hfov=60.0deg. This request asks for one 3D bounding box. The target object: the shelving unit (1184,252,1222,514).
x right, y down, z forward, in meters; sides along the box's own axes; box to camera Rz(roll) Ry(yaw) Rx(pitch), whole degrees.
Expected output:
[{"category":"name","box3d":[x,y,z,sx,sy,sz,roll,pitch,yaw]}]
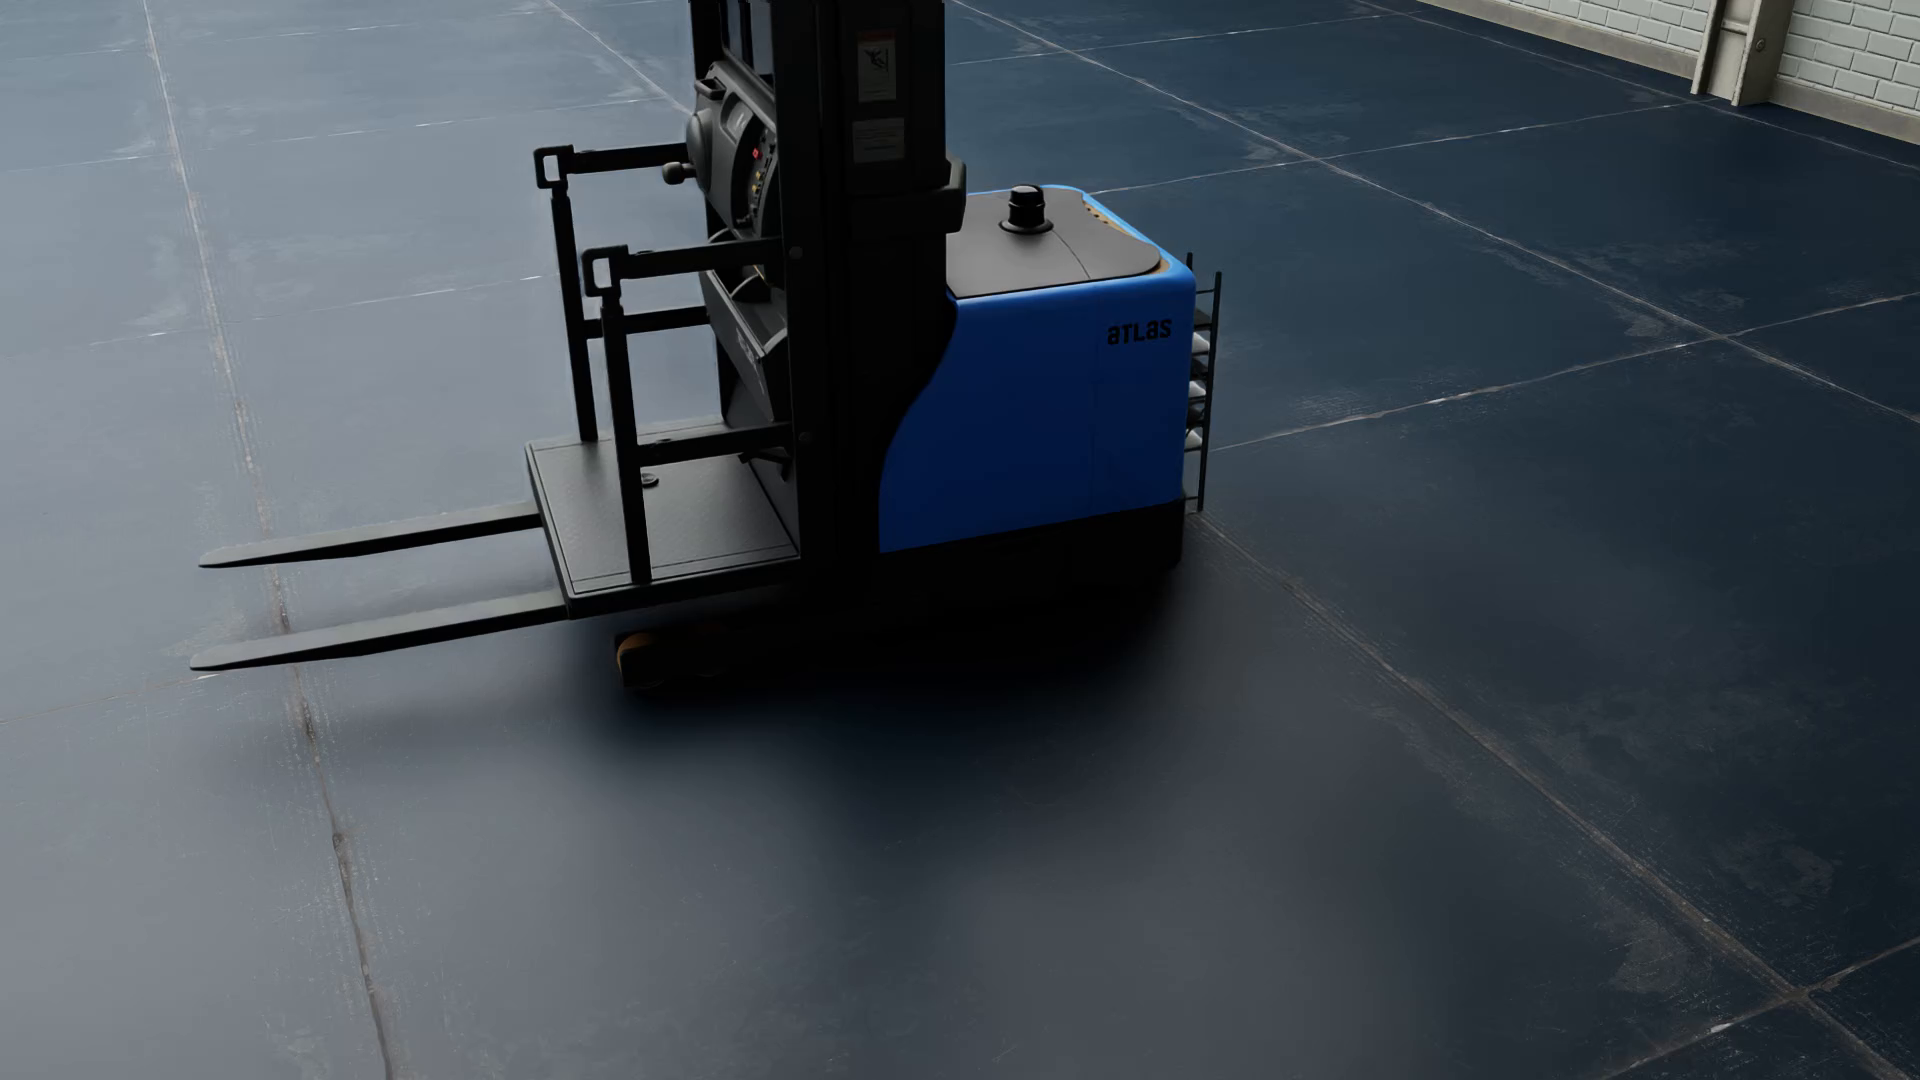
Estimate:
[{"category":"shelving unit","box3d":[0.716,-0.520,5.757,0.258,0.900,0.210,-11,31,-18]}]

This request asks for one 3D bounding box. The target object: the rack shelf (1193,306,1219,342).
[{"category":"rack shelf","box3d":[0.716,-0.726,5.641,0.258,0.077,0.200,-11,31,-18]}]

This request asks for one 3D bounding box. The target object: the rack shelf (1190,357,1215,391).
[{"category":"rack shelf","box3d":[0.716,-0.569,5.729,0.258,0.077,0.200,-11,31,-18]}]

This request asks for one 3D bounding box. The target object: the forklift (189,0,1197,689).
[{"category":"forklift","box3d":[-0.841,-1.126,4.761,3.031,2.935,1.130,-10,31,-17]}]

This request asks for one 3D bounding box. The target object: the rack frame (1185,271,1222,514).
[{"category":"rack frame","box3d":[0.752,-0.473,5.674,0.240,0.900,0.006,-11,31,-18]}]

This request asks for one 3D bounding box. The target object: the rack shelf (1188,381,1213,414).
[{"category":"rack shelf","box3d":[0.716,-0.491,5.773,0.258,0.077,0.200,-11,31,-18]}]

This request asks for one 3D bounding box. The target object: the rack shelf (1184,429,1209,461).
[{"category":"rack shelf","box3d":[0.716,-0.334,5.861,0.258,0.077,0.200,-11,31,-18]}]

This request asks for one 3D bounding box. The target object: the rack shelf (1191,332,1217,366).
[{"category":"rack shelf","box3d":[0.716,-0.648,5.685,0.258,0.077,0.200,-11,31,-18]}]

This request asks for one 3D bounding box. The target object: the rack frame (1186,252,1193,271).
[{"category":"rack frame","box3d":[0.680,-0.566,5.840,0.240,0.900,0.006,-11,31,-18]}]

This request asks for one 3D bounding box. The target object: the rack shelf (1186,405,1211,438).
[{"category":"rack shelf","box3d":[0.716,-0.412,5.817,0.258,0.077,0.200,-11,31,-18]}]

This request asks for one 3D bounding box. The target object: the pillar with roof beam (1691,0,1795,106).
[{"category":"pillar with roof beam","box3d":[1.190,-5.943,7.149,9.100,9.000,0.400,-13,32,-22]}]
